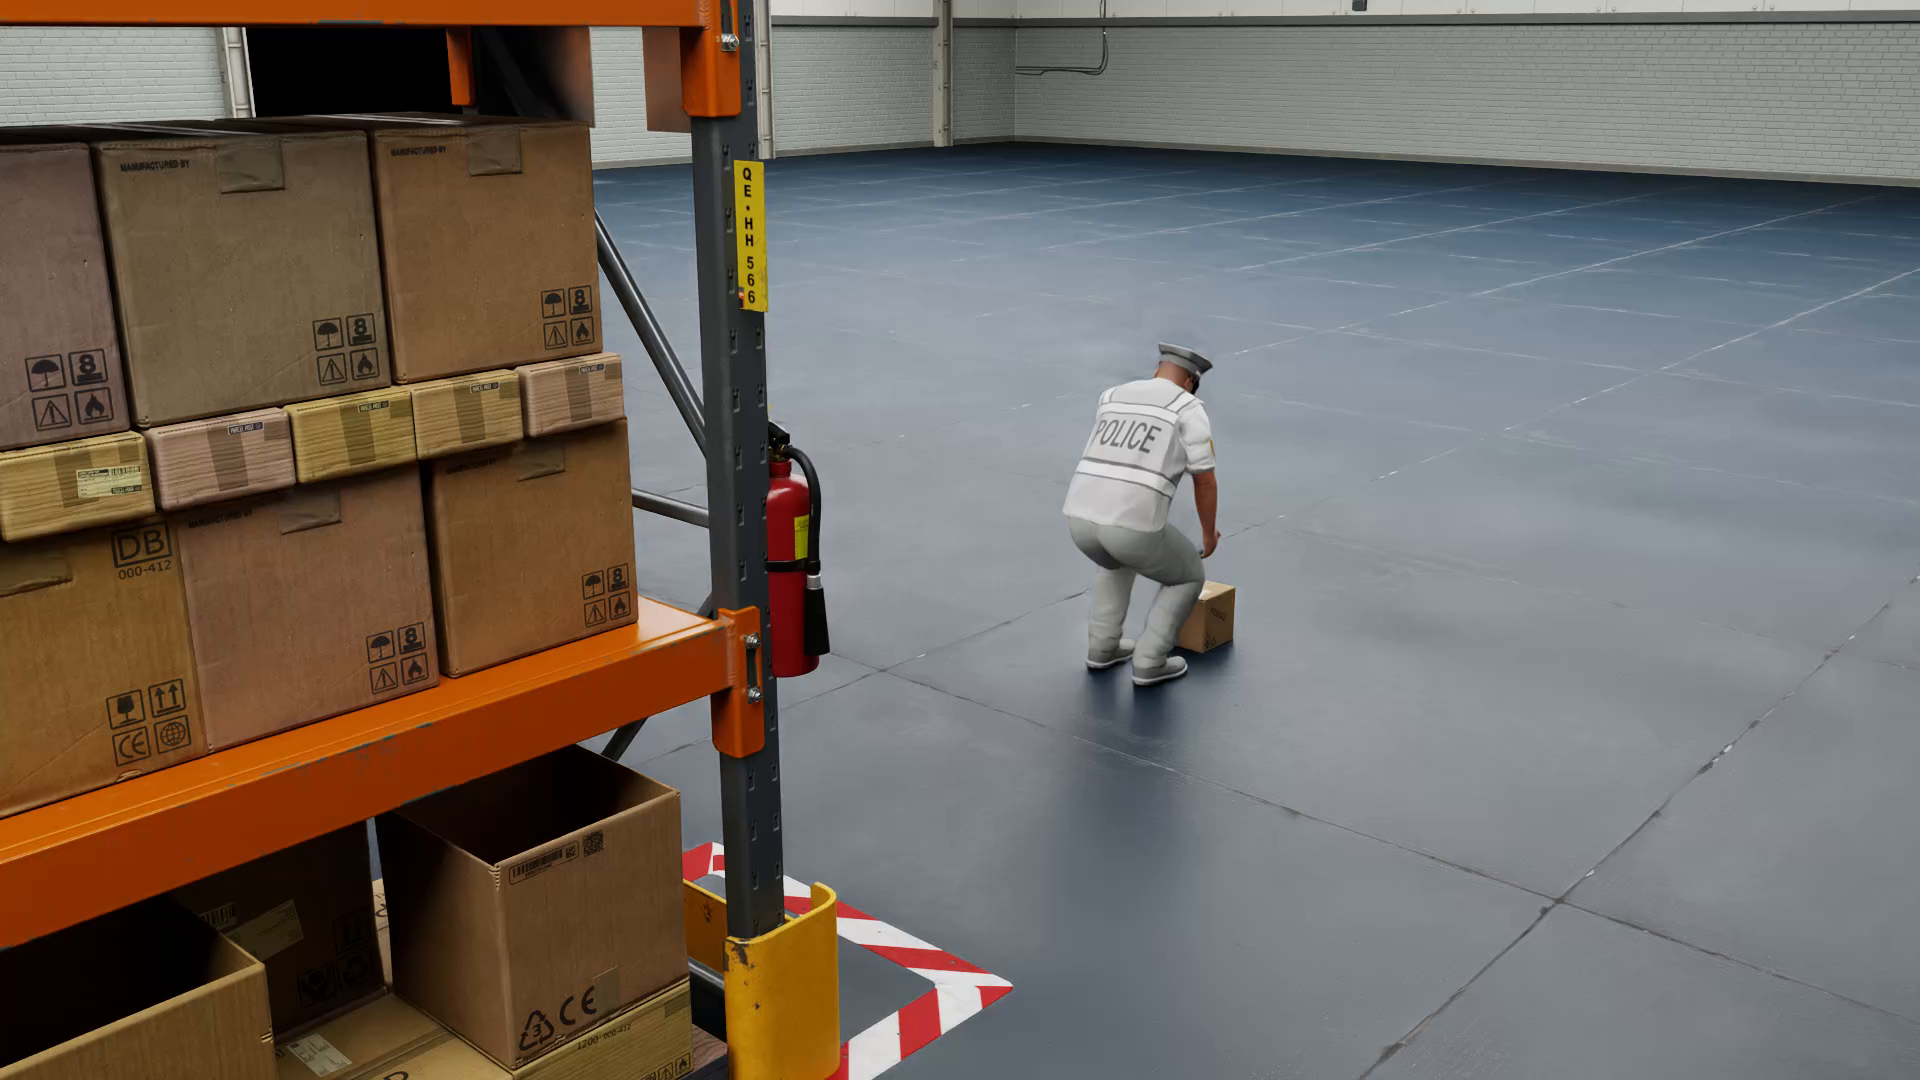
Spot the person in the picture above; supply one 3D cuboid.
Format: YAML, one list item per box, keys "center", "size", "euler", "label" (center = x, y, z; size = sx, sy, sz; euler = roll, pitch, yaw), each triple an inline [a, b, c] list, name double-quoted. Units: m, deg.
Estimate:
- center: [0.767, -0.118, 7.075]
  size: [0.590, 1.381, 0.826]
  euler: [14, 22, 40]
  label: "person"
